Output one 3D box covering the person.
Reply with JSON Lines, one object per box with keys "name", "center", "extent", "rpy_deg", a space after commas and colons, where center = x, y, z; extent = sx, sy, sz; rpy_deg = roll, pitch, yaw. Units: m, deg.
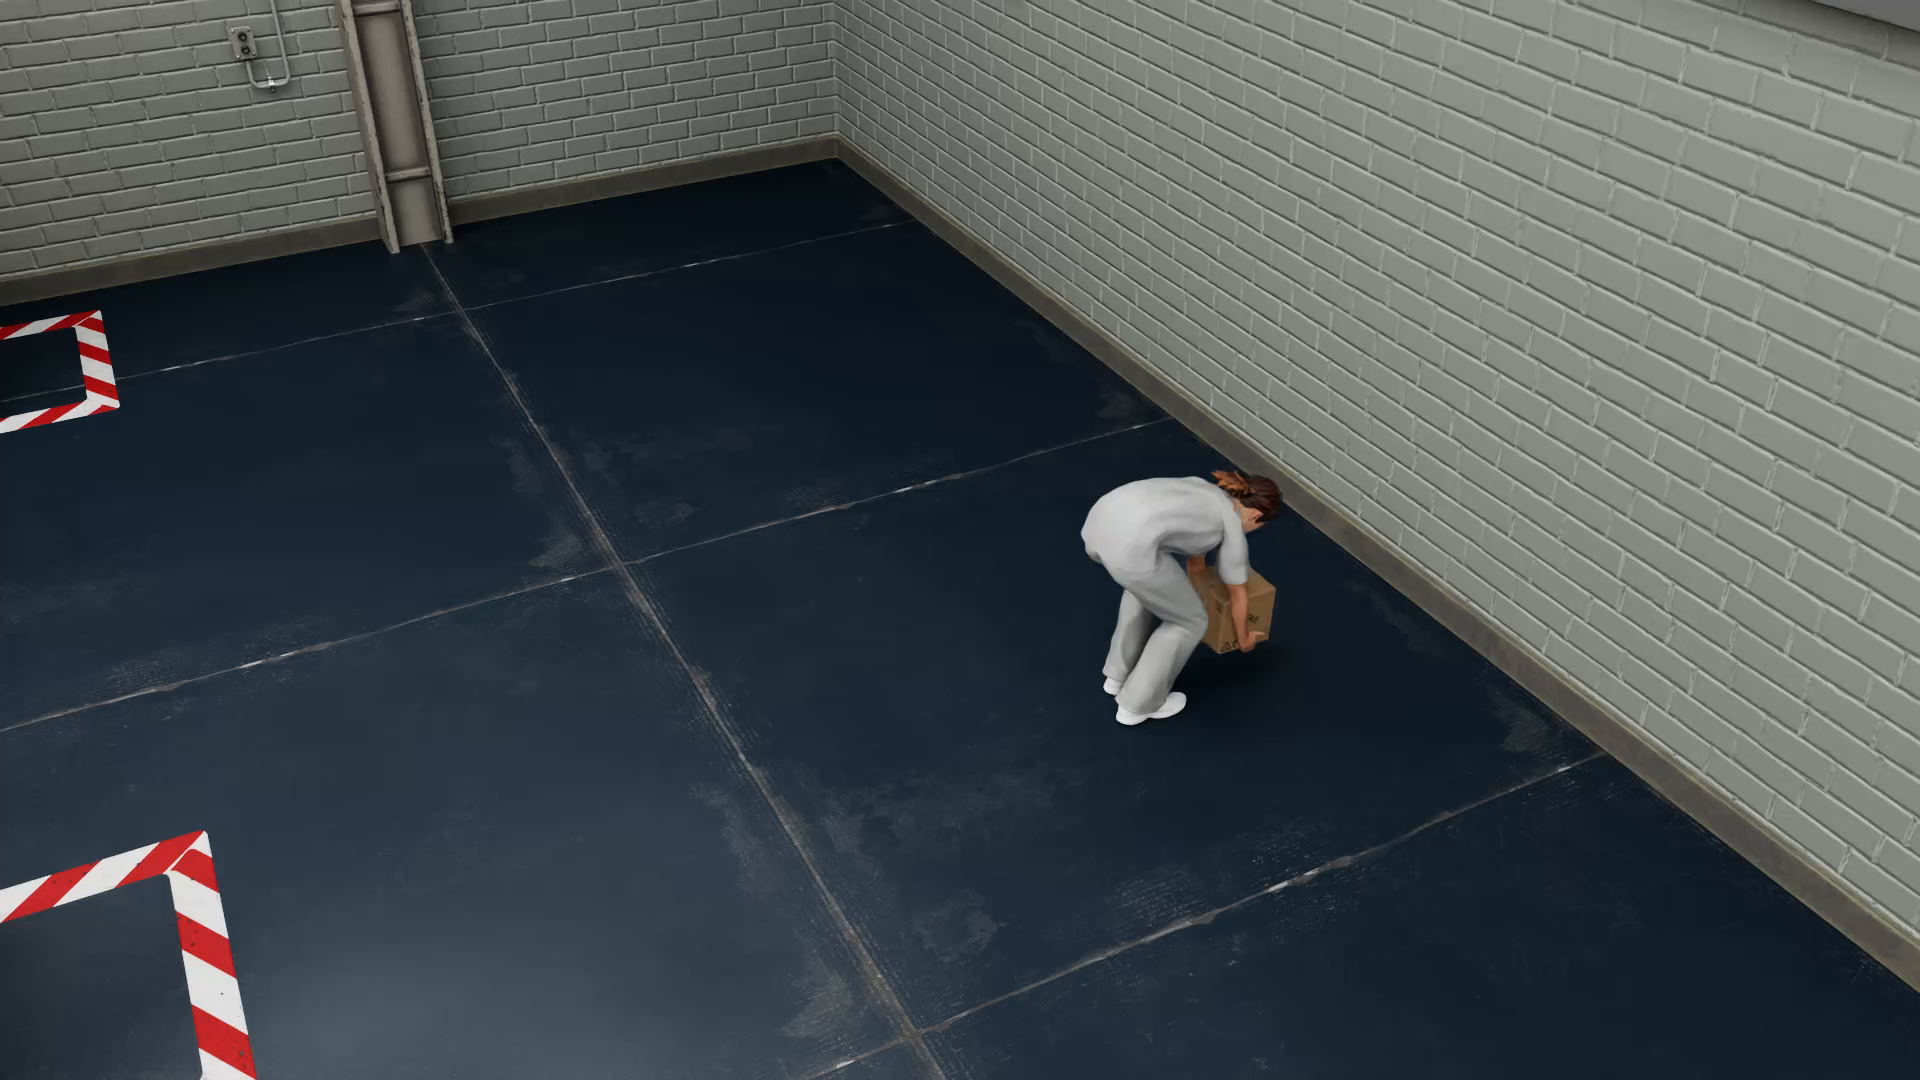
{"name": "person", "center": [0.872, 0.177, 6.500], "extent": [0.864, 0.986, 0.438], "rpy_deg": [-18, 37, -25]}
